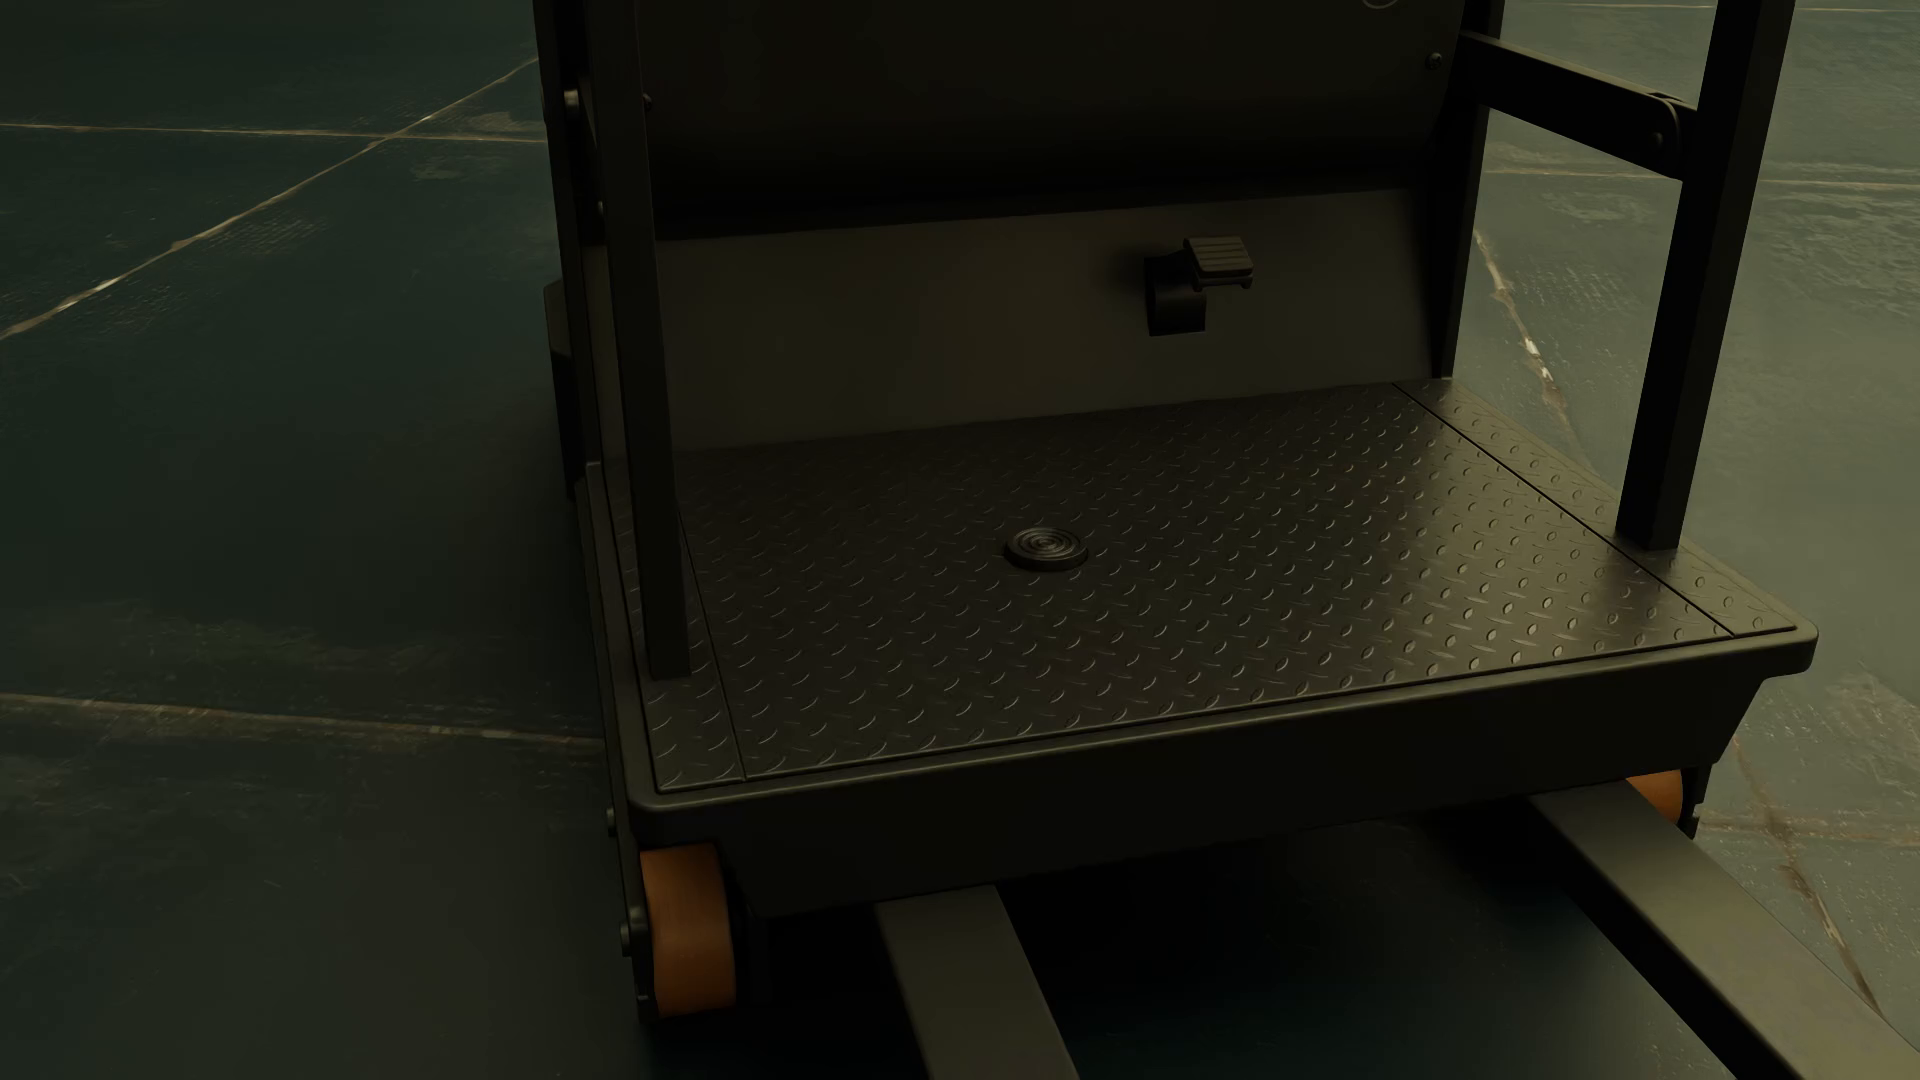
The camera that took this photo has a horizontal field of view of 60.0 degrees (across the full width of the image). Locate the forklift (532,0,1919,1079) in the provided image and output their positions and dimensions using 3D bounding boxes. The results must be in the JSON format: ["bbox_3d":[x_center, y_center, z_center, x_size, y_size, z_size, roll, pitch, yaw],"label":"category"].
[{"bbox_3d":[0.153,-1.049,1.319,1.130,2.935,3.031,-7,27,-13],"label":"forklift"}]
